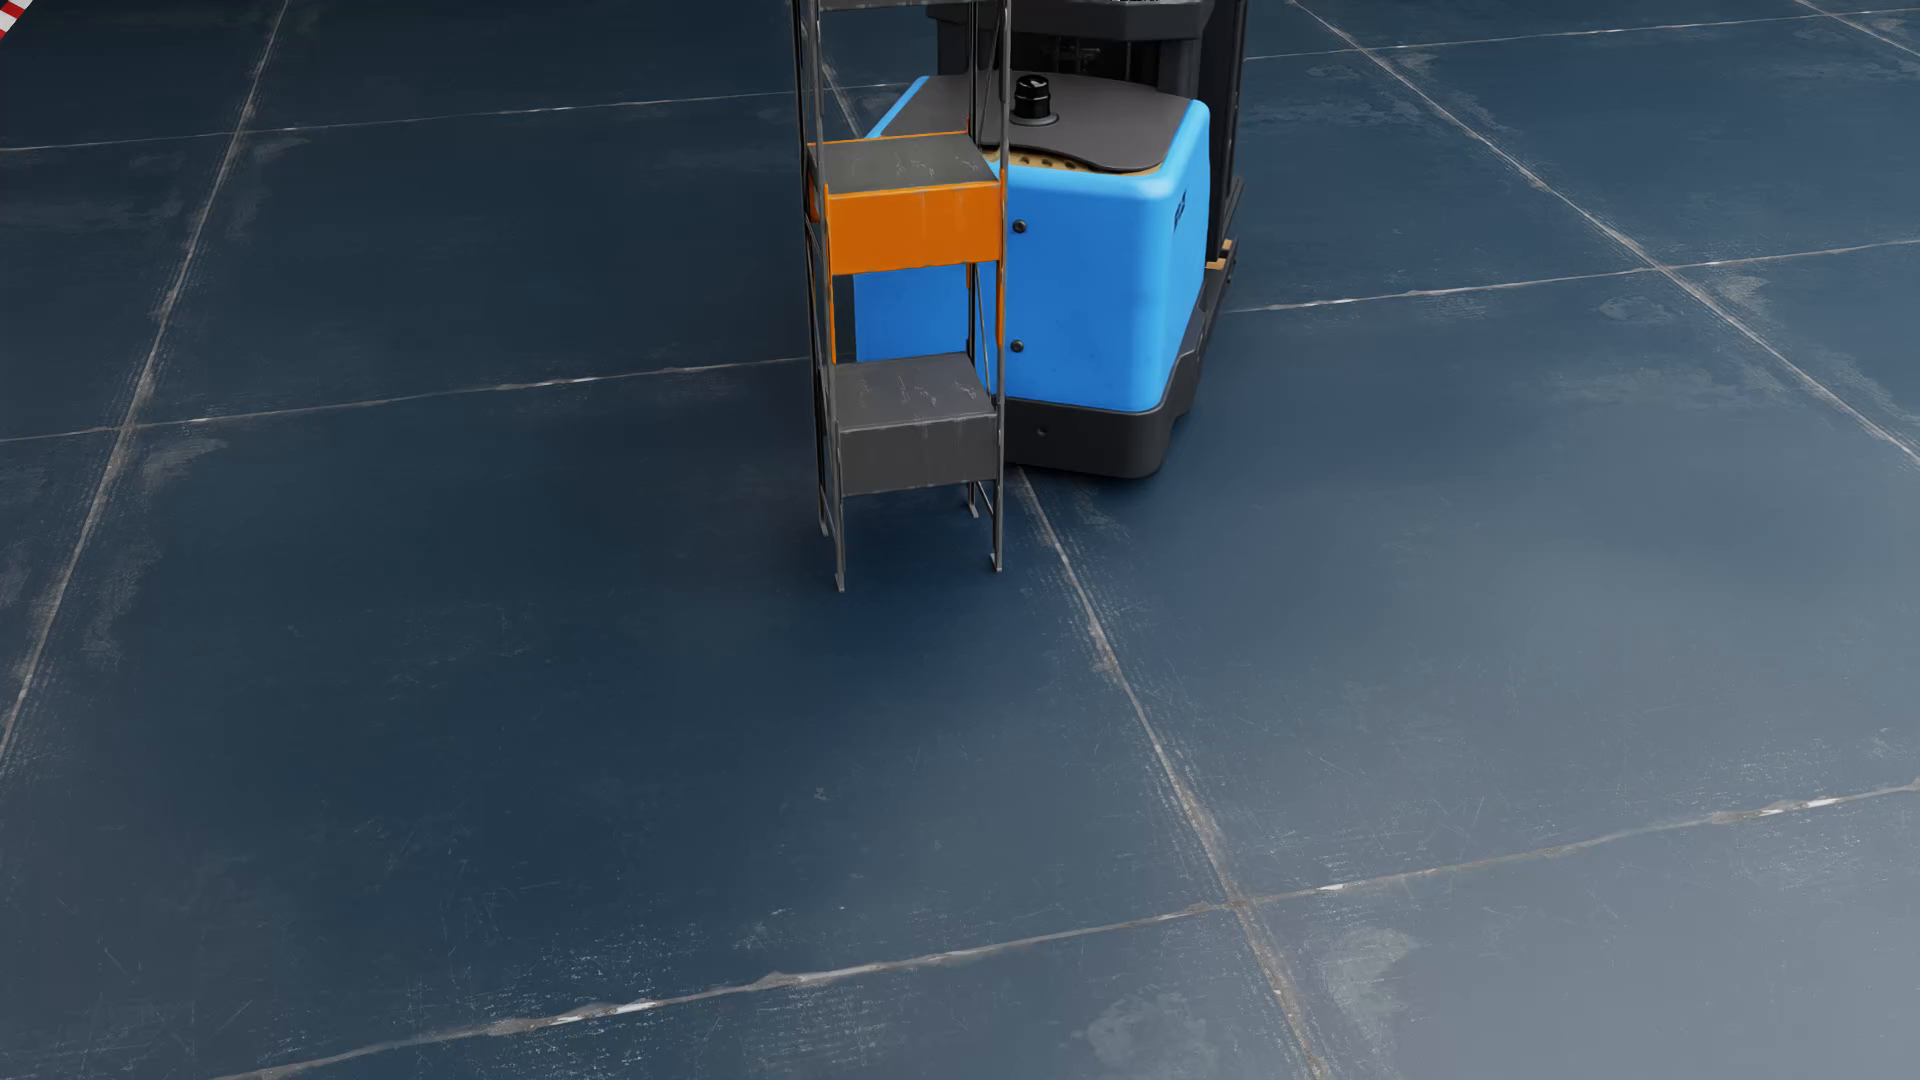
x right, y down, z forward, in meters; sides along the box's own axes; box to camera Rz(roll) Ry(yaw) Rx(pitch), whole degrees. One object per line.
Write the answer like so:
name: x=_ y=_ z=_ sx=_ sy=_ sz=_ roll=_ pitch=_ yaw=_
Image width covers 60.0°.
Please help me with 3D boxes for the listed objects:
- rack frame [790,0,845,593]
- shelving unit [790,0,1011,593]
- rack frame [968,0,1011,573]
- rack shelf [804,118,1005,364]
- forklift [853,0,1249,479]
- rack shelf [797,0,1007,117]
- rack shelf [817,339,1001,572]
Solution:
rack frame: x=-0.399 y=-0.822 z=4.590 sx=0.015 sy=2.100 sz=0.400 roll=-7 pitch=35 yaw=-11
shelving unit: x=-0.161 y=-0.852 z=4.635 sx=0.503 sy=2.100 sz=0.431 roll=-7 pitch=35 yaw=-11
rack frame: x=0.077 y=-0.882 z=4.679 sx=0.015 sy=2.100 sz=0.400 roll=-7 pitch=35 yaw=-11
rack shelf: x=-0.161 y=-0.840 z=4.642 sx=0.480 sy=0.518 sz=0.431 roll=-7 pitch=35 yaw=-11
forklift: x=0.520 y=-2.234 z=5.948 sx=1.130 sy=2.935 sz=3.031 roll=9 pitch=35 yaw=13
rack shelf: x=-0.161 y=-1.421 z=4.252 sx=0.480 sy=0.518 sz=0.431 roll=-7 pitch=35 yaw=-11
rack shelf: x=-0.161 y=-0.259 z=5.032 sx=0.480 sy=0.518 sz=0.431 roll=-7 pitch=35 yaw=-11
